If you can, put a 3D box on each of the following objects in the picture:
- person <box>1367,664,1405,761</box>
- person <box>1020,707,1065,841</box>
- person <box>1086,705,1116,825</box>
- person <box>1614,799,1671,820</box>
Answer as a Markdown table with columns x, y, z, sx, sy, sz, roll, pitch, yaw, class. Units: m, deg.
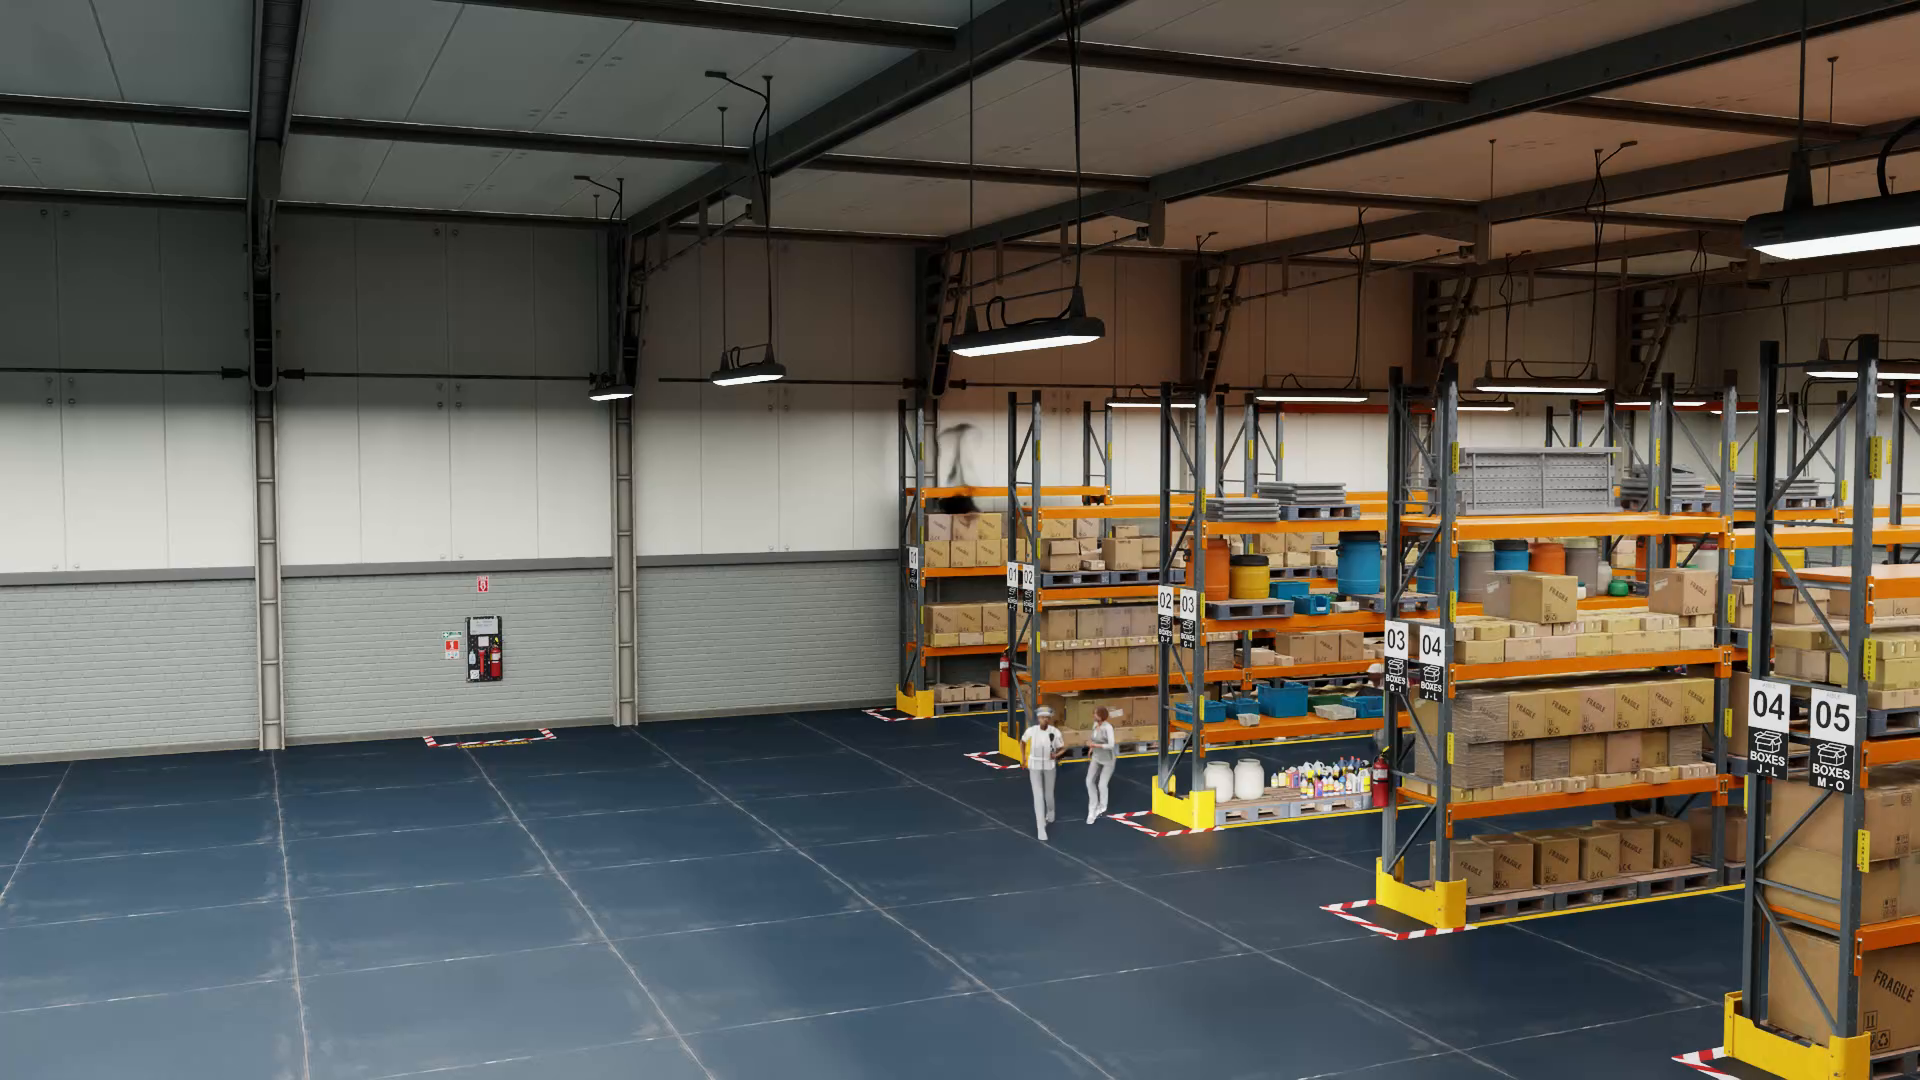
| x | y | z | sx | sy | sz | roll | pitch | yaw | class |
| --- | --- | --- | --- | --- | --- | --- | --- | --- | --- |
| 6.781 | 2.793 | 26.424 | 0.841 | 1.693 | 0.697 | -2 | 4 | -33 | person |
| 1.092 | 3.028 | 21.985 | 0.593 | 1.708 | 0.944 | 0 | 3 | 0 | person |
| 1.918 | 3.055 | 22.692 | 0.576 | 1.572 | 0.618 | 2 | 4 | 36 | person |
| 8.830 | 3.032 | 21.645 | 0.880 | 1.765 | 0.711 | -1 | 4 | -21 | person |
